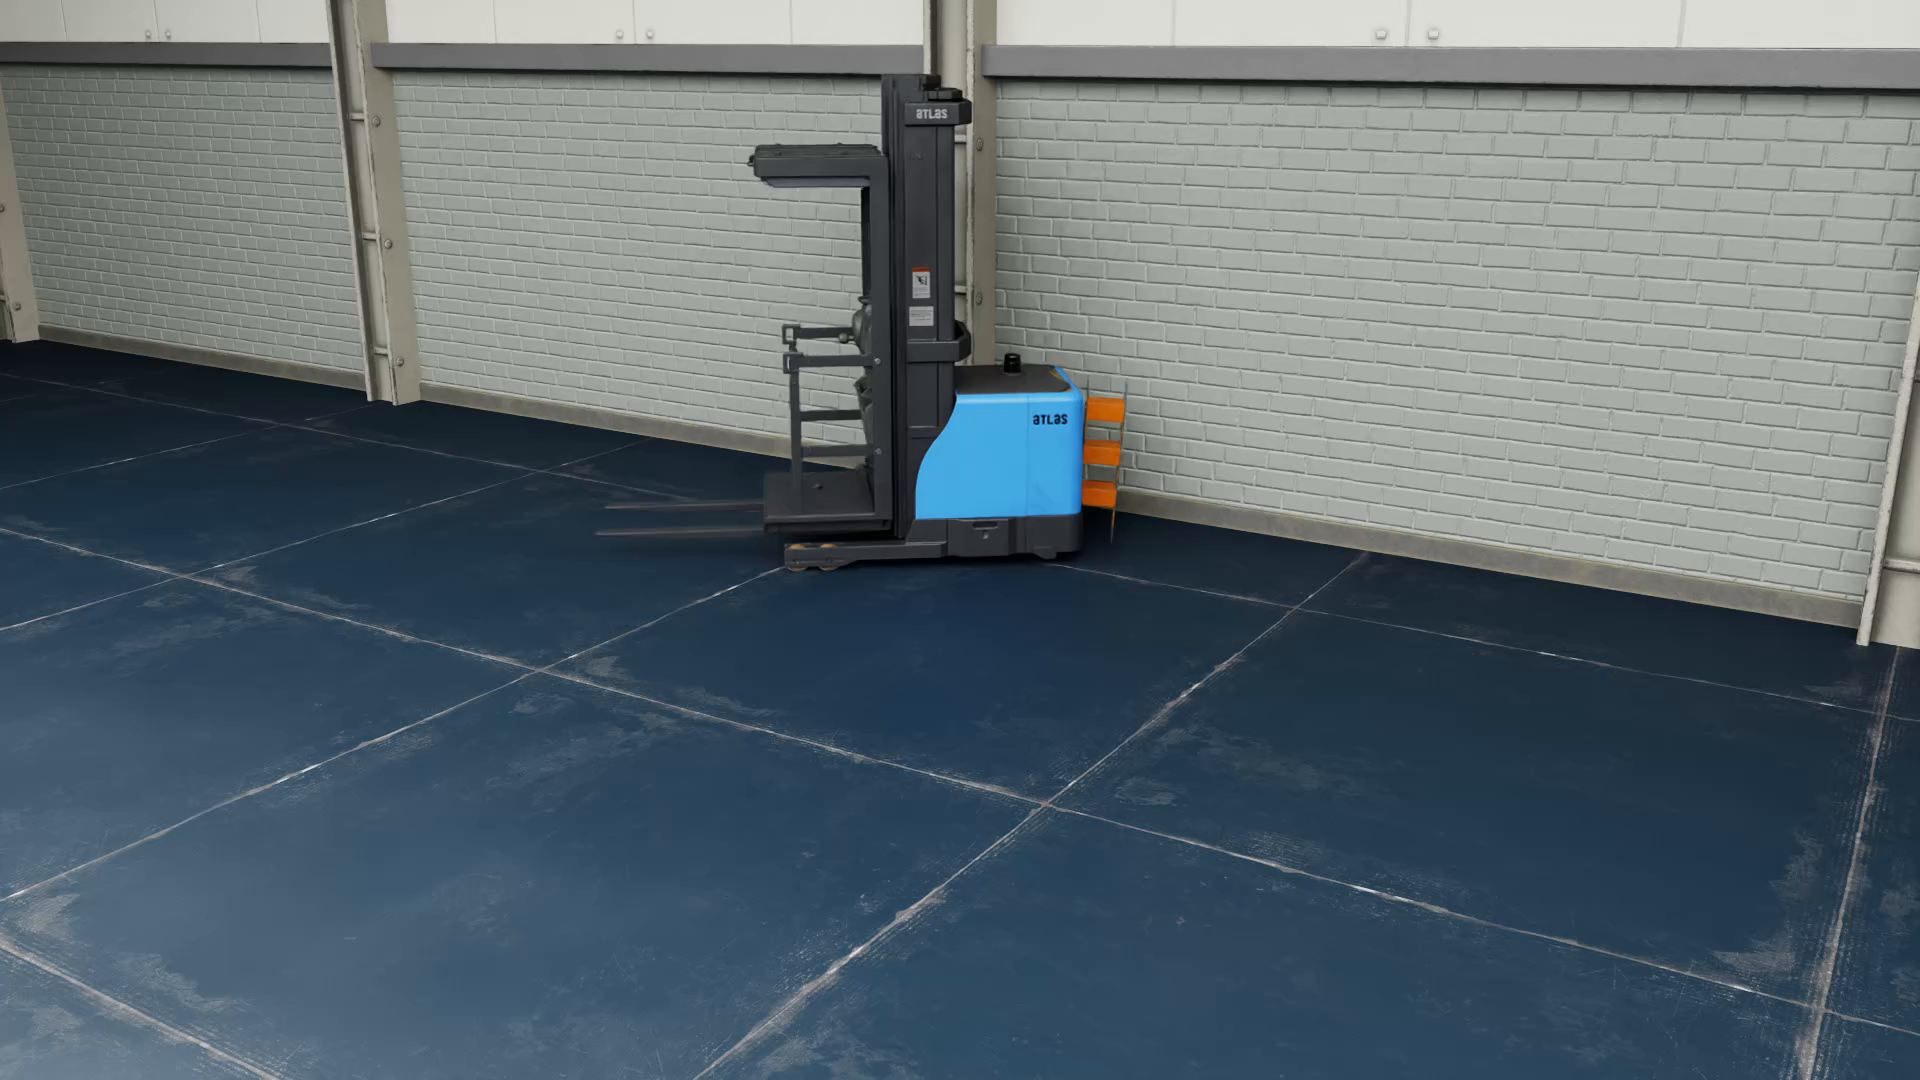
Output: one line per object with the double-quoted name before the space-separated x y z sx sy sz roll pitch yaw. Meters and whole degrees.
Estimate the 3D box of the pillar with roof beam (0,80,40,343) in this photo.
"pillar with roof beam" -12.478 -5.421 13.246 0.400 9.000 9.100 10 20 30

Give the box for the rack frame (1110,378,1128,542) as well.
"rack frame" 1.030 -0.515 10.771 0.008 1.050 0.200 5 17 3

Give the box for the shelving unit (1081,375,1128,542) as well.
"shelving unit" 0.909 -0.525 10.777 0.252 1.050 0.215 5 17 3

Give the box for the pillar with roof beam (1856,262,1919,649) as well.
"pillar with roof beam" 2.860 -2.683 4.232 0.400 9.000 9.100 10 20 30

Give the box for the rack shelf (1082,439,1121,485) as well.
"rack shelf" 0.908 -0.515 10.780 0.240 0.259 0.215 5 17 3

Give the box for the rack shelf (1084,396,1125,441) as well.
"rack shelf" 0.928 -0.786 10.697 0.240 0.259 0.215 5 17 3

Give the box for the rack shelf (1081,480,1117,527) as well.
"rack shelf" 0.889 -0.251 10.862 0.240 0.259 0.215 5 17 3

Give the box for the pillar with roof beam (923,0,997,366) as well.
"pillar with roof beam" -2.253 -3.596 7.237 0.400 9.000 9.100 10 20 30

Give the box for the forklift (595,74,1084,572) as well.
"forklift" -0.779 -1.367 10.338 3.031 2.935 1.130 -2 17 -6

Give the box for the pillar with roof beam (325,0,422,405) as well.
"pillar with roof beam" -7.366 -4.509 10.241 0.400 9.000 9.100 10 20 30

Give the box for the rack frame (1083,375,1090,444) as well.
"rack frame" 0.788 -0.536 10.783 0.008 1.050 0.200 5 17 3
